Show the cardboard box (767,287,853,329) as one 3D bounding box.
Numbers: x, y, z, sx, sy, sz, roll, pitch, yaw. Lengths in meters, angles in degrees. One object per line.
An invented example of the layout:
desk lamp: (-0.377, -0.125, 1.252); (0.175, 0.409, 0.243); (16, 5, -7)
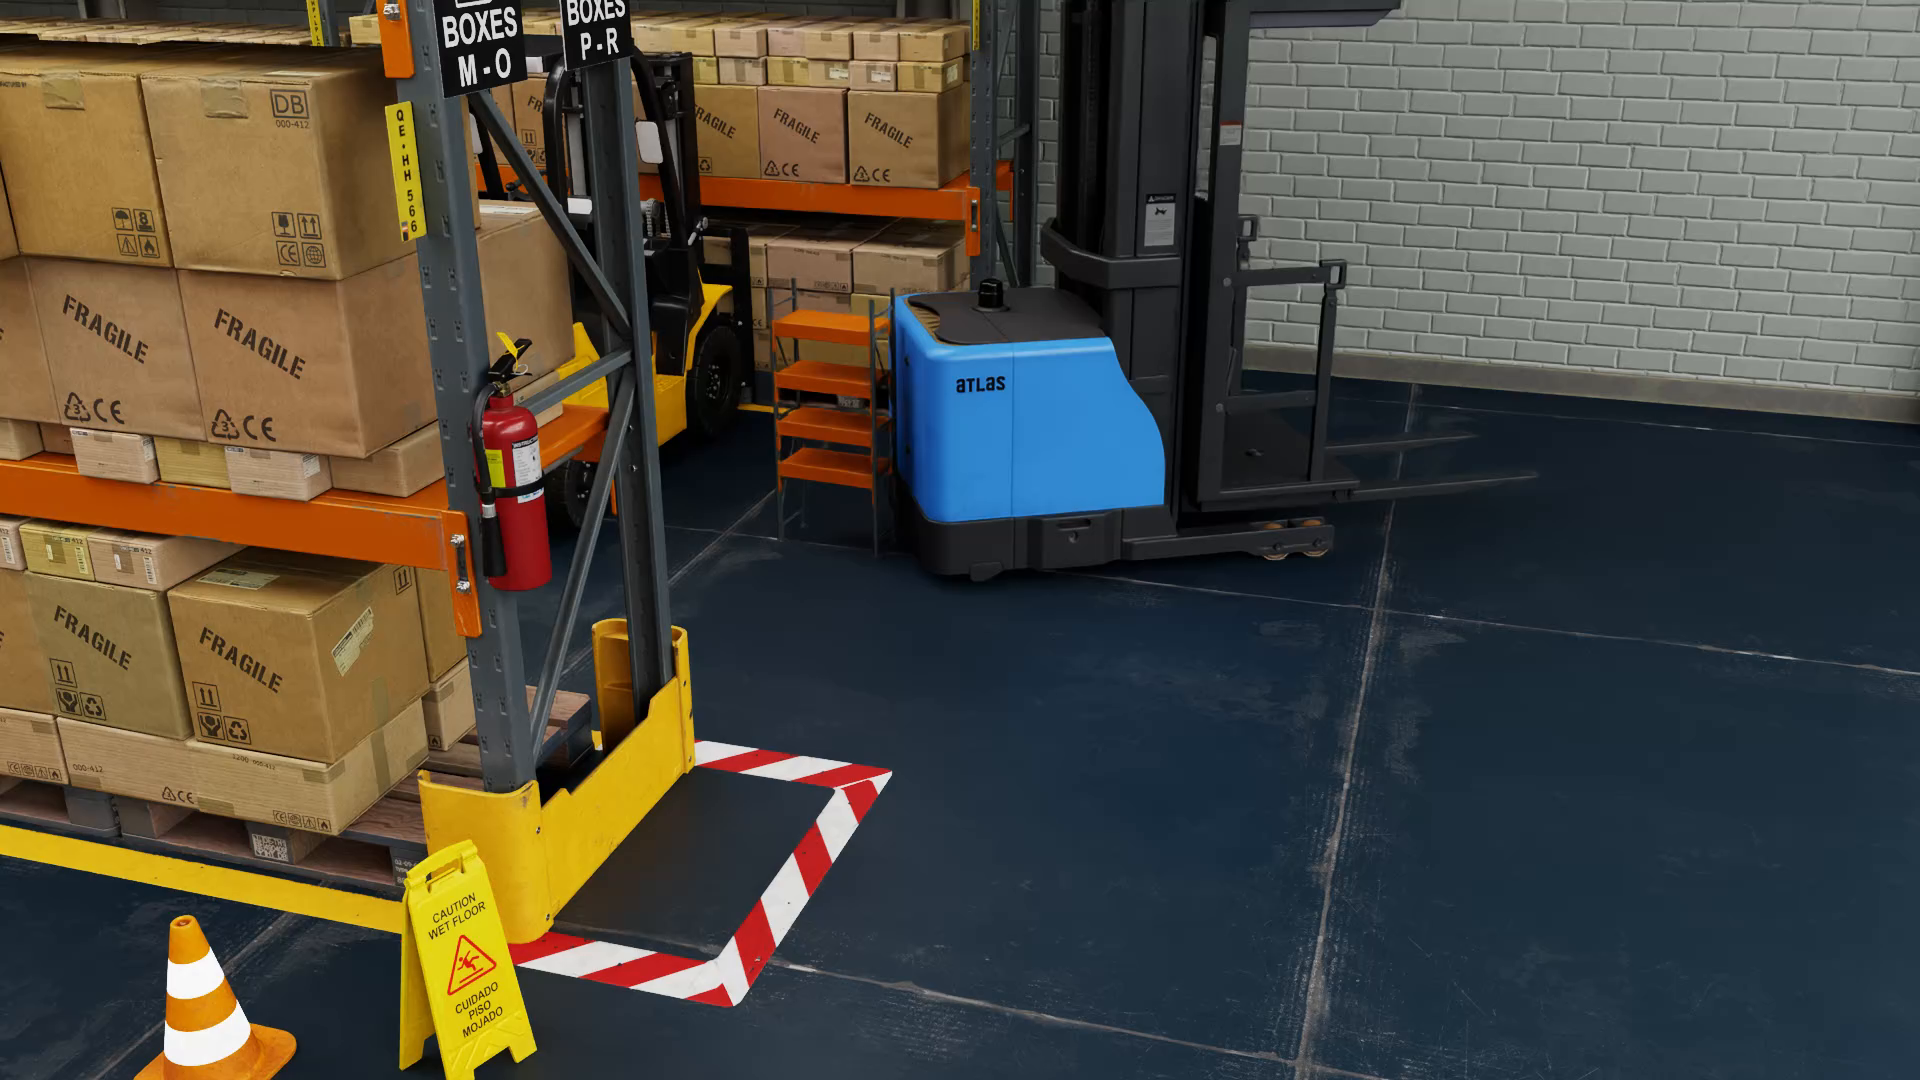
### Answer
cardboard box: (-0.779, -1.374, 9.579); (0.500, 0.250, 0.500); (6, 23, 15)

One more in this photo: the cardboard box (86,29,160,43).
cardboard box: (-5.198, -3.093, 10.372); (0.250, 0.149, 0.380); (7, 23, 16)

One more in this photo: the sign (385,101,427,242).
sign: (-1.355, -0.901, 4.072); (0.005, 0.325, 0.100); (7, 23, 16)

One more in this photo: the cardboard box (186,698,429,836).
cardboard box: (-2.051, 0.666, 5.264); (0.500, 0.250, 0.500); (6, 23, 15)

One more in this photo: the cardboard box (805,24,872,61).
cardboard box: (-0.653, -2.704, 9.030); (0.250, 0.149, 0.380); (7, 23, 17)

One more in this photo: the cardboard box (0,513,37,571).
cardboard box: (-2.881, -0.055, 5.178); (0.250, 0.149, 0.380); (8, 23, 18)

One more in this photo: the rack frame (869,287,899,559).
rack frame: (-0.337, -0.513, 7.440); (0.015, 1.200, 0.240); (9, 24, 20)

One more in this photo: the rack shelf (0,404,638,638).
rack shelf: (-3.091, -0.305, 5.509); (4.000, 0.370, 1.077); (7, 23, 16)

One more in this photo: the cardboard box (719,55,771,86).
cardboard box: (-1.146, -2.616, 9.209); (0.250, 0.149, 0.380); (6, 23, 14)

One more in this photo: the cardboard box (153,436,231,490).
cardboard box: (-2.110, -0.289, 4.853); (0.250, 0.149, 0.380); (6, 23, 15)

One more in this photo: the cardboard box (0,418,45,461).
cardboard box: (-2.841, -0.380, 5.075); (0.250, 0.149, 0.380); (6, 23, 15)

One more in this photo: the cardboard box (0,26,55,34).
cardboard box: (-5.946, -3.166, 10.549); (0.250, 0.149, 0.380); (7, 23, 17)

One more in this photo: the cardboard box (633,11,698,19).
cardboard box: (-1.732, -3.028, 9.822); (0.250, 0.149, 0.380); (7, 23, 17)

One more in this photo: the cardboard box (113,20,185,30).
cardboard box: (-5.296, -3.308, 10.895); (0.250, 0.149, 0.380); (7, 23, 16)

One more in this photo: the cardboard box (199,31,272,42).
cardboard box: (-4.438, -3.032, 10.222); (0.250, 0.149, 0.380); (7, 23, 15)

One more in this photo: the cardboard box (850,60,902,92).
cardboard box: (-0.412, -2.522, 8.980); (0.250, 0.149, 0.380); (7, 23, 16)

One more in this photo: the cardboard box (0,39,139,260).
cardboard box: (-2.728, -1.118, 4.703); (0.500, 0.500, 0.700); (6, 23, 15)

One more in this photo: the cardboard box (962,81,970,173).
cardboard box: (-0.140, -2.424, 9.595); (0.500, 0.500, 0.500); (7, 23, 17)

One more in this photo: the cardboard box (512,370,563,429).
cardboard box: (-1.441, -0.415, 5.159); (0.250, 0.149, 0.380); (7, 23, 16)

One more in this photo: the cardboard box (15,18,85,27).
cardboard box: (-6.039, -3.386, 11.087); (0.250, 0.149, 0.380); (6, 23, 15)

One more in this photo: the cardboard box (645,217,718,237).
cardboard box: (-1.736, -1.708, 9.734); (0.500, 0.250, 0.500); (6, 23, 14)

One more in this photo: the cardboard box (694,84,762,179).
cardboard box: (-1.277, -2.343, 9.399); (0.500, 0.500, 0.500); (6, 23, 14)

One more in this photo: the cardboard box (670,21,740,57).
cardboard box: (-1.400, -2.772, 9.198); (0.250, 0.149, 0.380); (7, 23, 17)

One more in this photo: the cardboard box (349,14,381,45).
cardboard box: (-3.356, -3.002, 9.758); (0.250, 0.149, 0.380); (7, 23, 17)

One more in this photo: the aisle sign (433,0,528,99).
aisle sign: (-1.200, -1.509, 4.071); (0.004, 0.787, 0.394); (7, 23, 16)

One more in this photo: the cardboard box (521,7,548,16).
cardboard box: (-2.697, -3.153, 10.125); (0.250, 0.149, 0.380); (6, 23, 15)

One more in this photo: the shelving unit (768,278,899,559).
shelving unit: (-0.563, -0.548, 7.525); (0.503, 1.200, 0.258); (9, 24, 20)

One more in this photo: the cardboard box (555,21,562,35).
cardboard box: (-2.100, -2.890, 9.484); (0.250, 0.149, 0.380); (6, 23, 15)

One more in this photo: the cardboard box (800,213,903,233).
cardboard box: (-0.631, -1.782, 9.914); (0.500, 0.250, 0.500); (7, 23, 16)

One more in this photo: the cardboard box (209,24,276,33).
cardboard box: (-4.581, -3.220, 10.682); (0.250, 0.149, 0.380); (6, 23, 15)

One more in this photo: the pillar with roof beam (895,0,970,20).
pillar with roof beam: (-1.395, -3.838, 5.268); (0.400, 9.000, 9.100); (7, 23, 16)

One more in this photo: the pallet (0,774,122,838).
pallet: (-3.180, 0.627, 5.963); (1.213, 0.211, 1.003); (7, 23, 16)

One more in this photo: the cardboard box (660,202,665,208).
cardboard box: (-2.078, -1.951, 10.327); (0.500, 0.250, 0.500); (7, 23, 16)

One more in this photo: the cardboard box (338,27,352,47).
cardboard box: (-3.850, -3.124, 10.446); (0.250, 0.149, 0.380); (6, 23, 14)

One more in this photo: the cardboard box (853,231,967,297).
cardboard box: (-0.277, -1.544, 9.334); (0.500, 0.250, 0.500); (7, 23, 17)

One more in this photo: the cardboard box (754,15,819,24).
cardboard box: (-0.995, -2.938, 9.601); (0.250, 0.149, 0.380); (7, 23, 17)

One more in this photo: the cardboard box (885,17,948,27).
cardboard box: (-0.242, -2.873, 9.442); (0.250, 0.149, 0.380); (7, 23, 17)

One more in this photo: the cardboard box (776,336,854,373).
cardboard box: (-0.760, -1.139, 9.664); (0.500, 0.250, 0.500); (7, 23, 15)

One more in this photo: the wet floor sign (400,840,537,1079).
wet floor sign: (-1.303, 1.080, 4.286); (0.232, 0.644, 0.267); (16, 27, 34)

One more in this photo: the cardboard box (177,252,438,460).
cardboard box: (-1.775, -0.562, 4.663); (0.500, 0.500, 0.500); (6, 23, 15)

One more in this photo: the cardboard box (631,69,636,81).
cardboard box: (-1.871, -2.700, 9.413); (0.250, 0.149, 0.380); (6, 23, 14)

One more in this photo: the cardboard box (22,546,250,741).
cardboard box: (-2.519, 0.263, 5.257); (0.500, 0.500, 0.500); (7, 23, 17)

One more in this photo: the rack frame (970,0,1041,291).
rack frame: (0.254, -2.222, 9.235); (0.127, 3.000, 1.000); (7, 23, 16)

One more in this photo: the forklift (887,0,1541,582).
forklift: (1.224, -1.451, 7.446); (3.031, 2.935, 1.130); (-5, 23, -12)

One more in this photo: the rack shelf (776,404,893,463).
rack shelf: (-0.563, -0.486, 7.551); (0.480, 0.148, 0.258); (9, 24, 20)

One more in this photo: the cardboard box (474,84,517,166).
cardboard box: (-2.722, -2.512, 9.811); (0.500, 0.500, 0.500); (7, 23, 16)
